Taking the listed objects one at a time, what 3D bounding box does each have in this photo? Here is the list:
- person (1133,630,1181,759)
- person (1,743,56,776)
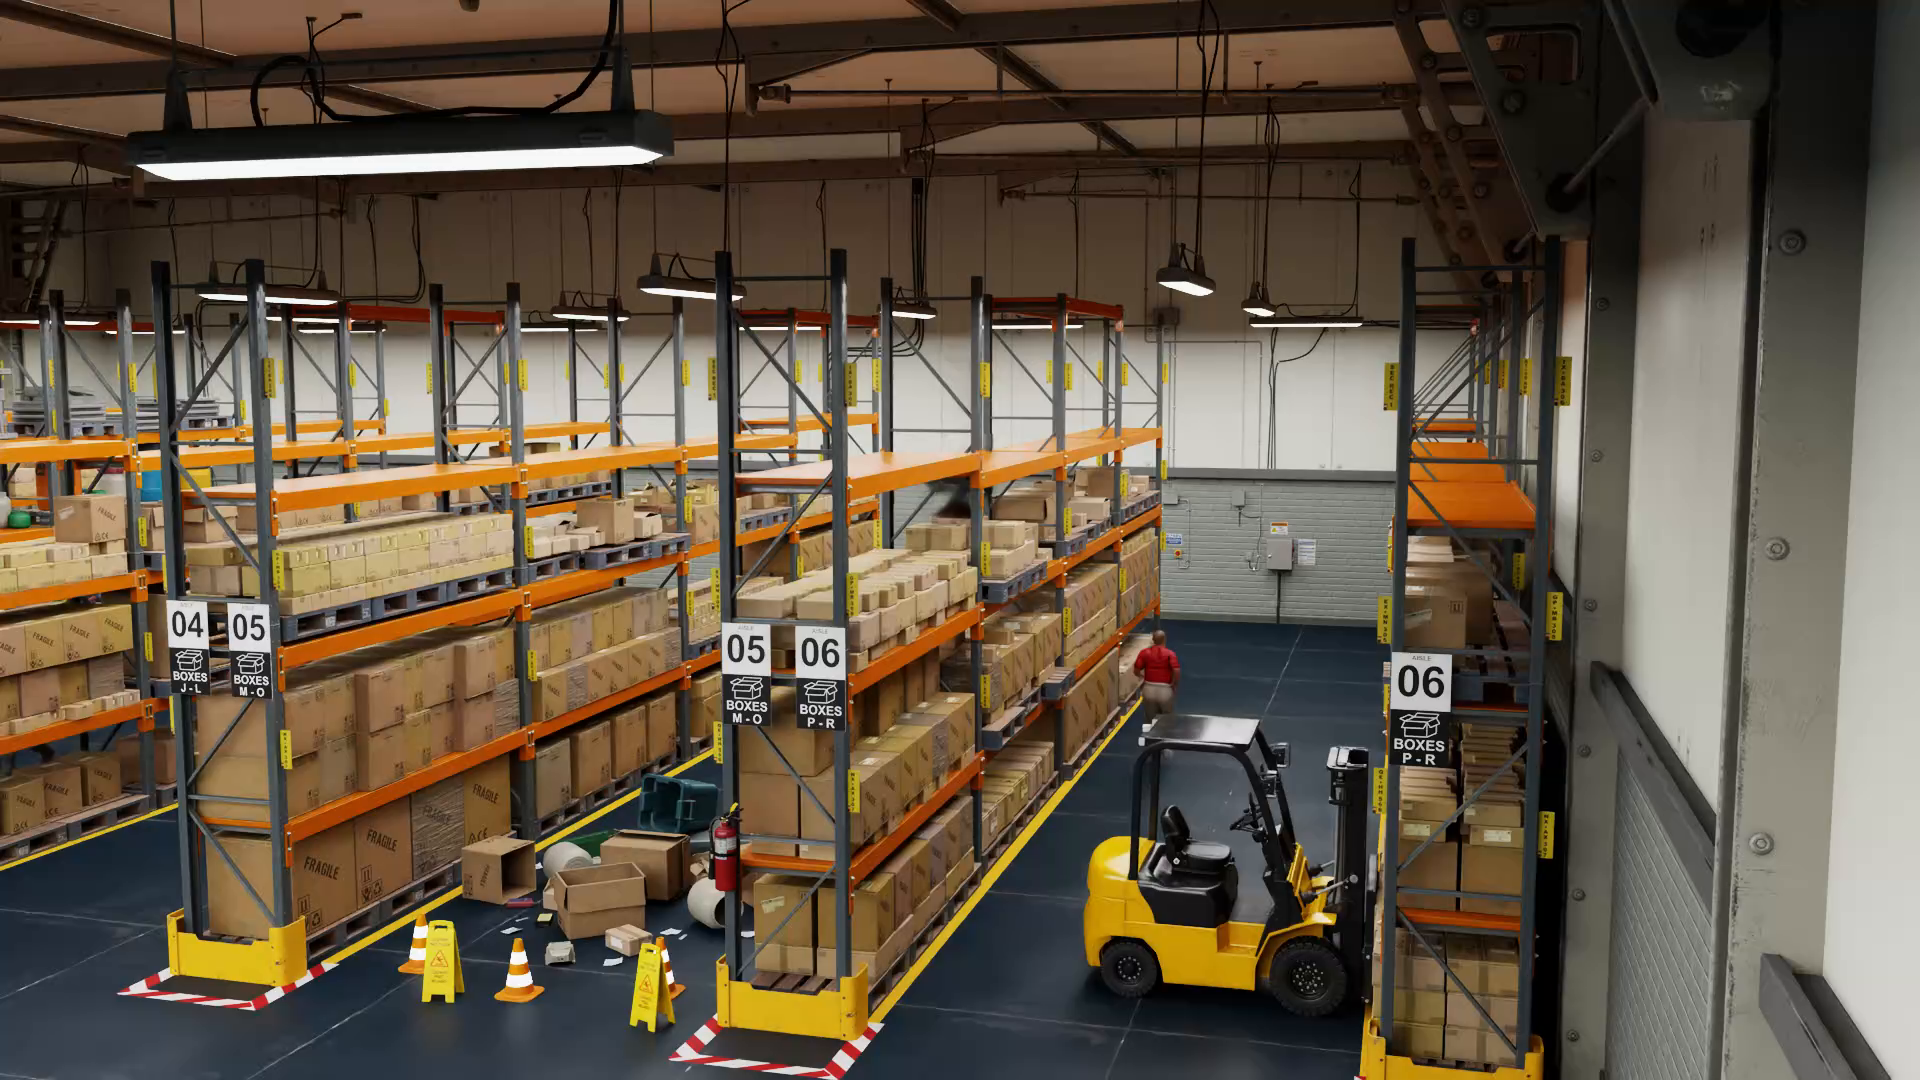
[{"bbox_3d":[2.607,2.016,21.831,0.643,1.694,0.602,2,6,15],"label":"person"},{"bbox_3d":[-11.651,2.143,20.636,0.573,1.653,0.859,2,6,18],"label":"person"}]
